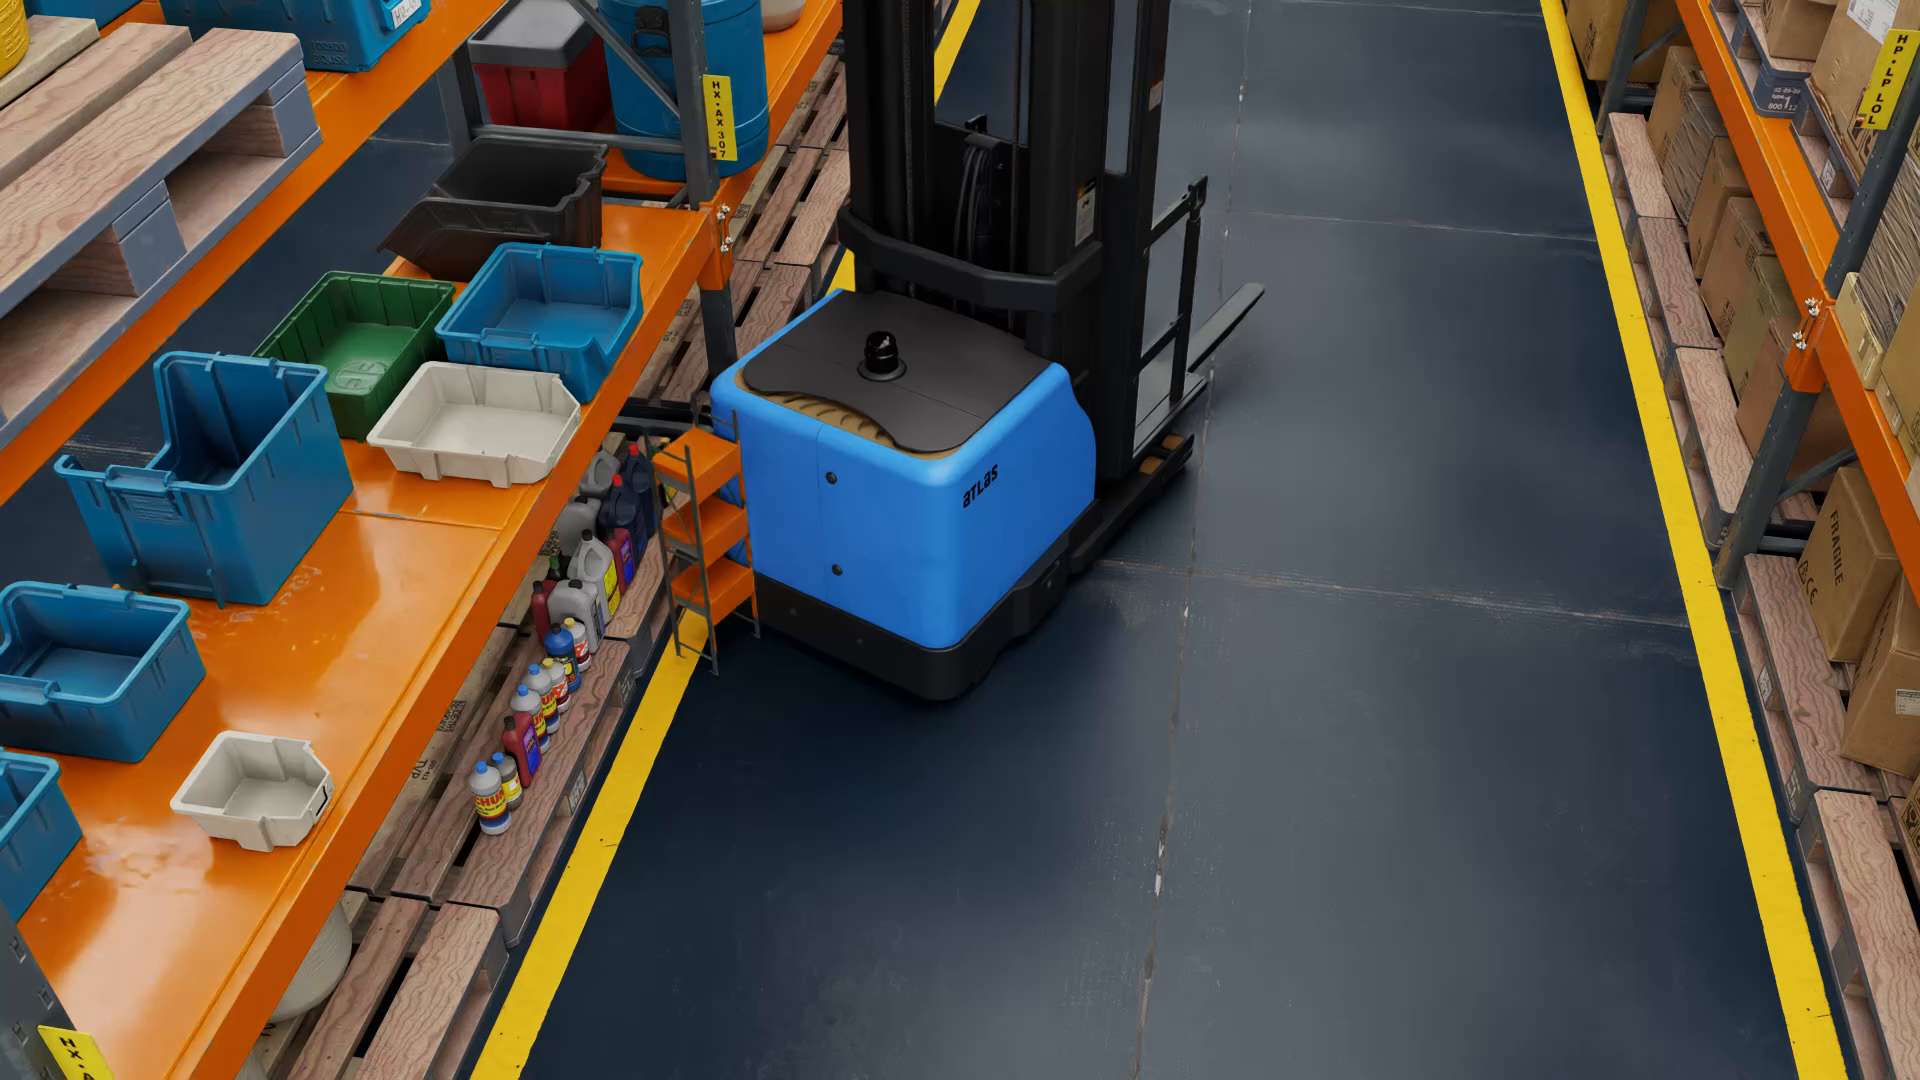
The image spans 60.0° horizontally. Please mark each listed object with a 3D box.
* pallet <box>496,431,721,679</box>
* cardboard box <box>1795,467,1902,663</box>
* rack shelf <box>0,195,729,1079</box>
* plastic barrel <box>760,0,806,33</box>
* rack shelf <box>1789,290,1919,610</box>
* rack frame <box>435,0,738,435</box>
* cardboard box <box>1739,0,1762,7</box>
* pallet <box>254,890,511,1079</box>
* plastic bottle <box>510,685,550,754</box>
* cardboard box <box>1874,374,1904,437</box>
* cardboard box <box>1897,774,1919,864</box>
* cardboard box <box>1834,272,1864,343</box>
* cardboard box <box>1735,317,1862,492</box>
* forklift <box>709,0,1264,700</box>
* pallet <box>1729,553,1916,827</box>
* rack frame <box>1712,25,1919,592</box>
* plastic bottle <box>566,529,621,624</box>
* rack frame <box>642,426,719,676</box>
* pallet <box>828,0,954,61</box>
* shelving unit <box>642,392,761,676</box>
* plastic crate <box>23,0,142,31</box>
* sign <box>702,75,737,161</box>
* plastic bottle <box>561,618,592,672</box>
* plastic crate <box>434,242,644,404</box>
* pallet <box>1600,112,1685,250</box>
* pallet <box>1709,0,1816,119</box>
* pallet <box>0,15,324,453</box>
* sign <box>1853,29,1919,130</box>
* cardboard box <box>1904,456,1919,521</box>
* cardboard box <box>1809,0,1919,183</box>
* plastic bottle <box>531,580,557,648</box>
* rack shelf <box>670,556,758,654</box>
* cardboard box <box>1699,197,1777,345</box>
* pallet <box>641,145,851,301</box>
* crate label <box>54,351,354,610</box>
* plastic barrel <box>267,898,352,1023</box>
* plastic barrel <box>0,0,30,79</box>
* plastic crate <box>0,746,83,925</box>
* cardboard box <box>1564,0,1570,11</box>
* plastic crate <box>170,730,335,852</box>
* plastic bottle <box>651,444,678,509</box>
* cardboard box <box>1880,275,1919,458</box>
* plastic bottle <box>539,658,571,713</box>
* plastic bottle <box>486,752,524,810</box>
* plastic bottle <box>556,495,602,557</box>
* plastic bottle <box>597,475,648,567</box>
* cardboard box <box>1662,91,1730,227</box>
[{"bbox_3d":[-1.566,0.003,6.581,1.003,0.211,1.213,6,40,8],"label":"pallet"},{"bbox_3d":[3.361,0.105,5.901,0.500,0.500,0.500,5,40,6],"label":"cardboard box"},{"bbox_3d":[-1.755,0.043,4.908,1.077,0.370,4.000,6,40,8],"label":"rack shelf"},{"bbox_3d":[-0.901,-2.578,7.407,0.433,0.535,0.433,0,40,0],"label":"plastic barrel"},{"bbox_3d":[3.123,0.590,4.247,1.077,0.370,4.000,6,40,8],"label":"rack shelf"},{"bbox_3d":[-1.409,-1.489,6.197,1.000,3.000,0.127,6,40,8],"label":"rack frame"},{"bbox_3d":[3.645,-2.531,7.245,0.500,0.250,0.500,5,40,6],"label":"cardboard box"},{"bbox_3d":[-1.989,1.534,4.729,1.003,0.211,1.213,6,40,8],"label":"pallet"},{"bbox_3d":[-1.421,0.585,5.485,0.097,0.271,0.097,0,40,0],"label":"plastic bottle"},{"bbox_3d":[3.064,-0.429,5.112,0.380,0.149,0.250,6,40,8],"label":"cardboard box"},{"bbox_3d":[3.239,0.864,4.983,0.500,0.500,0.500,3,40,4],"label":"cardboard box"},{"bbox_3d":[3.136,-0.744,5.493,0.380,0.149,0.250,6,40,8],"label":"cardboard box"},{"bbox_3d":[3.597,-0.532,6.656,0.700,0.500,0.500,4,40,4],"label":"cardboard box"},{"bbox_3d":[0.337,-1.465,6.222,1.130,2.935,3.031,22,45,25],"label":"forklift"},{"bbox_3d":[3.388,0.557,5.910,1.003,0.211,1.213,6,40,8],"label":"pallet"},{"bbox_3d":[3.469,-0.943,5.536,1.000,3.000,0.127,6,40,8],"label":"rack frame"},{"bbox_3d":[-1.326,0.121,5.983,0.144,0.351,0.185,6,40,7],"label":"plastic bottle"},{"bbox_3d":[-0.976,0.061,5.852,0.200,1.050,0.008,23,45,25],"label":"rack frame"},{"bbox_3d":[-0.622,-3.424,10.726,1.003,0.211,1.213,6,40,8],"label":"pallet"},{"bbox_3d":[-0.909,-0.003,5.930,0.215,1.050,0.252,23,45,25],"label":"shelving unit"},{"bbox_3d":[-2.068,-1.359,3.698,0.392,0.384,0.575,6,40,8],"label":"plastic crate"},{"bbox_3d":[-0.869,-1.528,6.027,0.100,0.325,0.005,6,40,8],"label":"sign"},{"bbox_3d":[-1.351,0.358,5.814,0.097,0.201,0.097,0,40,0],"label":"plastic bottle"},{"bbox_3d":[-1.333,-0.707,5.368,0.499,0.251,0.616,6,40,8],"label":"plastic crate"},{"bbox_3d":[4.025,-1.888,8.868,1.003,0.211,1.213,6,40,8],"label":"pallet"},{"bbox_3d":[3.859,-2.132,7.126,1.003,0.211,1.213,6,40,8],"label":"pallet"},{"bbox_3d":[-1.862,-0.570,2.880,1.003,0.211,1.213,6,40,8],"label":"pallet"},{"bbox_3d":[2.922,-1.448,5.239,0.100,0.325,0.005,6,40,8],"label":"sign"},{"bbox_3d":[2.946,-0.119,4.736,0.380,0.149,0.250,6,40,8],"label":"cardboard box"},{"bbox_3d":[3.745,-1.819,5.796,1.000,1.000,1.000,7,40,8],"label":"cardboard box"},{"bbox_3d":[-1.463,0.238,5.895,0.061,0.283,0.133,6,40,8],"label":"plastic bottle"},{"bbox_3d":[-0.909,0.219,6.114,0.215,0.259,0.240,23,45,25],"label":"rack shelf"},{"bbox_3d":[3.794,-1.180,7.440,0.700,0.500,0.500,3,40,4],"label":"cardboard box"},{"bbox_3d":[-1.103,-1.679,8.616,1.003,0.211,1.213,6,40,8],"label":"pallet"},{"bbox_3d":[-2.049,-0.177,4.583,0.502,0.435,0.616,6,40,8],"label":"crate label"},{"bbox_3d":[-1.976,1.082,4.710,0.421,0.512,0.421,0,40,0],"label":"plastic barrel"},{"bbox_3d":[-2.029,-1.099,2.893,0.600,0.588,0.600,0,40,0],"label":"plastic barrel"},{"bbox_3d":[-2.309,0.732,3.628,0.499,0.251,0.616,6,40,8],"label":"plastic crate"},{"bbox_3d":[4.463,-3.786,10.313,1.225,0.875,0.875,7,40,8],"label":"cardboard box"},{"bbox_3d":[-1.630,0.597,3.881,0.298,0.136,0.250,6,40,8],"label":"plastic crate"},{"bbox_3d":[-1.167,-0.273,6.513,0.061,0.283,0.133,8,40,10],"label":"plastic bottle"},{"bbox_3d":[3.209,-0.511,4.702,0.875,0.500,0.500,6,40,8],"label":"cardboard box"},{"bbox_3d":[-1.387,0.487,5.658,0.097,0.201,0.097,0,40,0],"label":"plastic bottle"},{"bbox_3d":[-1.463,0.762,5.325,0.097,0.201,0.097,0,40,0],"label":"plastic bottle"},{"bbox_3d":[-1.420,-0.053,6.252,0.152,0.276,0.135,6,40,8],"label":"plastic bottle"},{"bbox_3d":[-1.270,-0.081,6.228,0.144,0.351,0.185,5,40,5],"label":"plastic bottle"},{"bbox_3d":[3.982,-1.887,8.295,0.700,0.500,0.500,3,40,4],"label":"cardboard box"}]
